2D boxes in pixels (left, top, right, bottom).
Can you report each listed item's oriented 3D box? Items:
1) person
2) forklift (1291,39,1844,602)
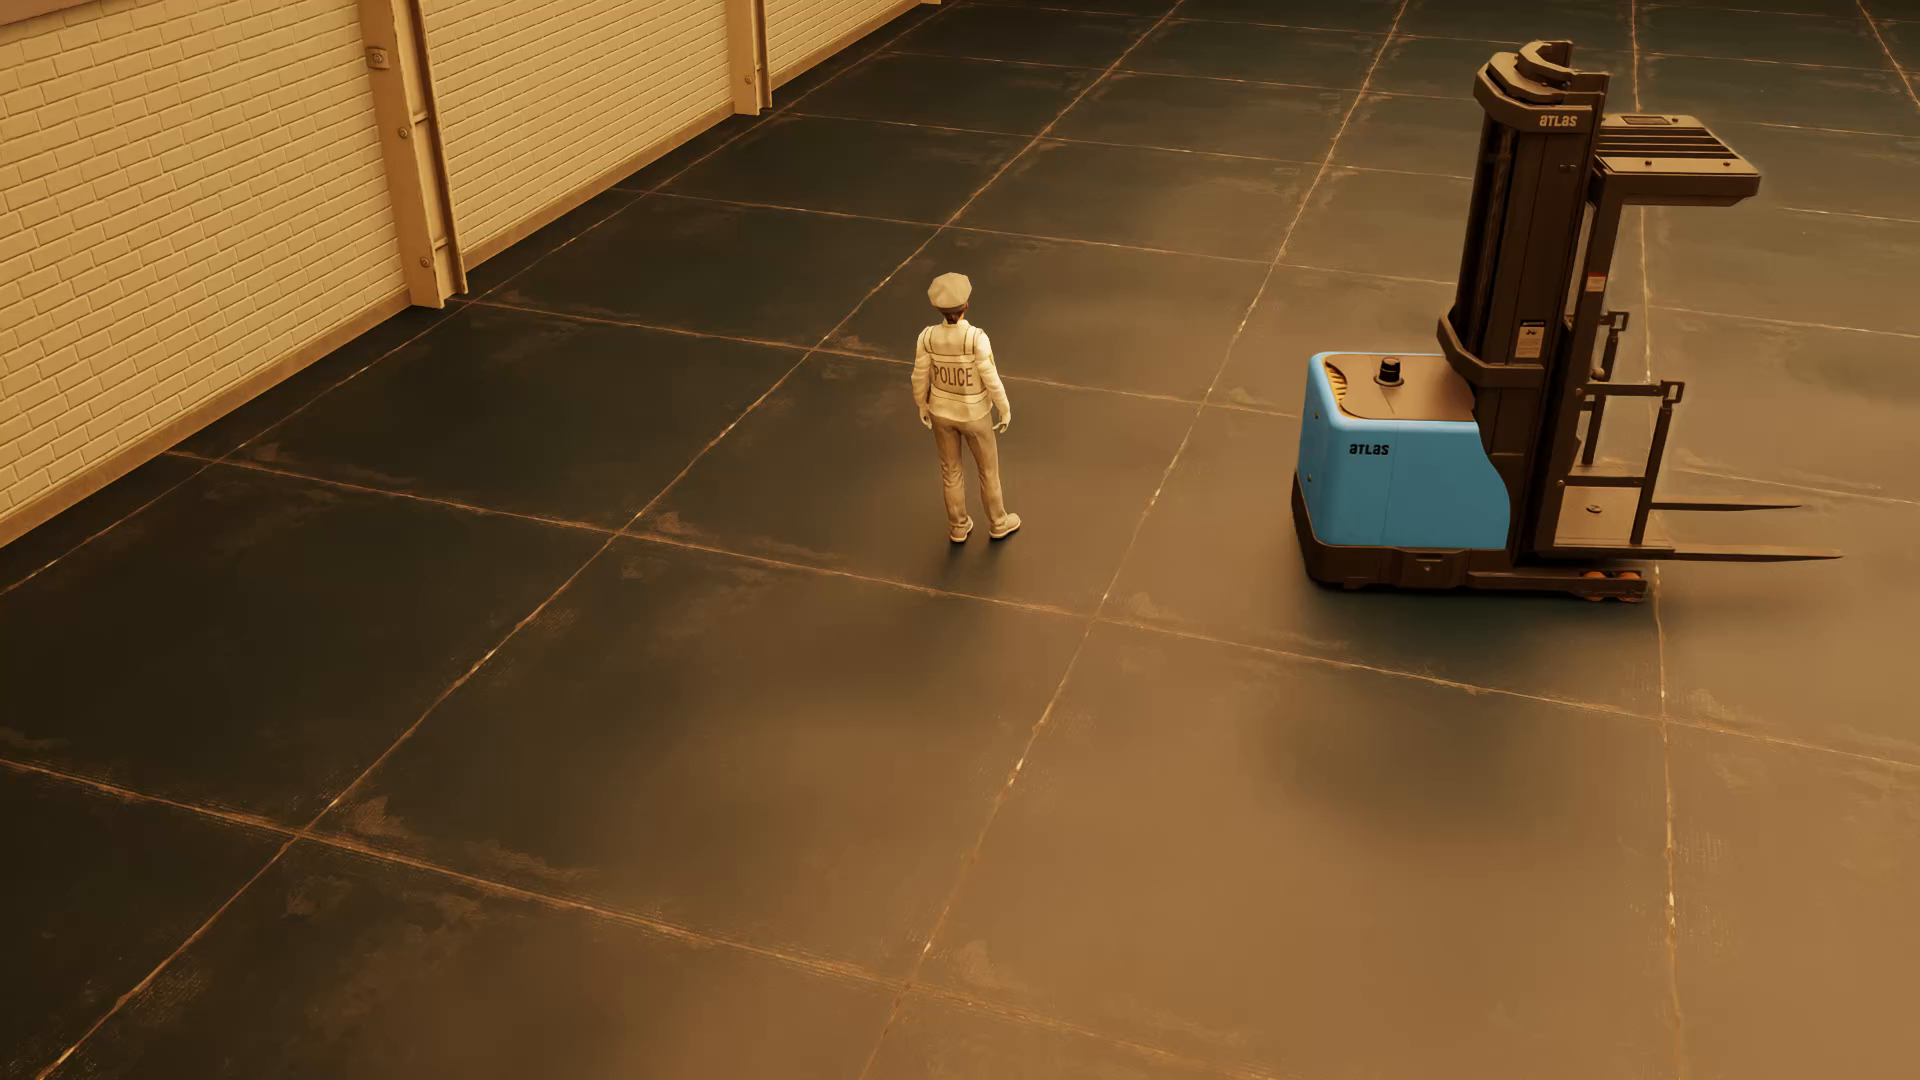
[{"bbox_3d":[0.028,-0.773,9.728,0.587,1.695,0.531,10,31,16],"label":"person"},{"bbox_3d":[3.552,-1.192,9.228,3.031,2.935,1.130,1,30,3],"label":"forklift"}]
